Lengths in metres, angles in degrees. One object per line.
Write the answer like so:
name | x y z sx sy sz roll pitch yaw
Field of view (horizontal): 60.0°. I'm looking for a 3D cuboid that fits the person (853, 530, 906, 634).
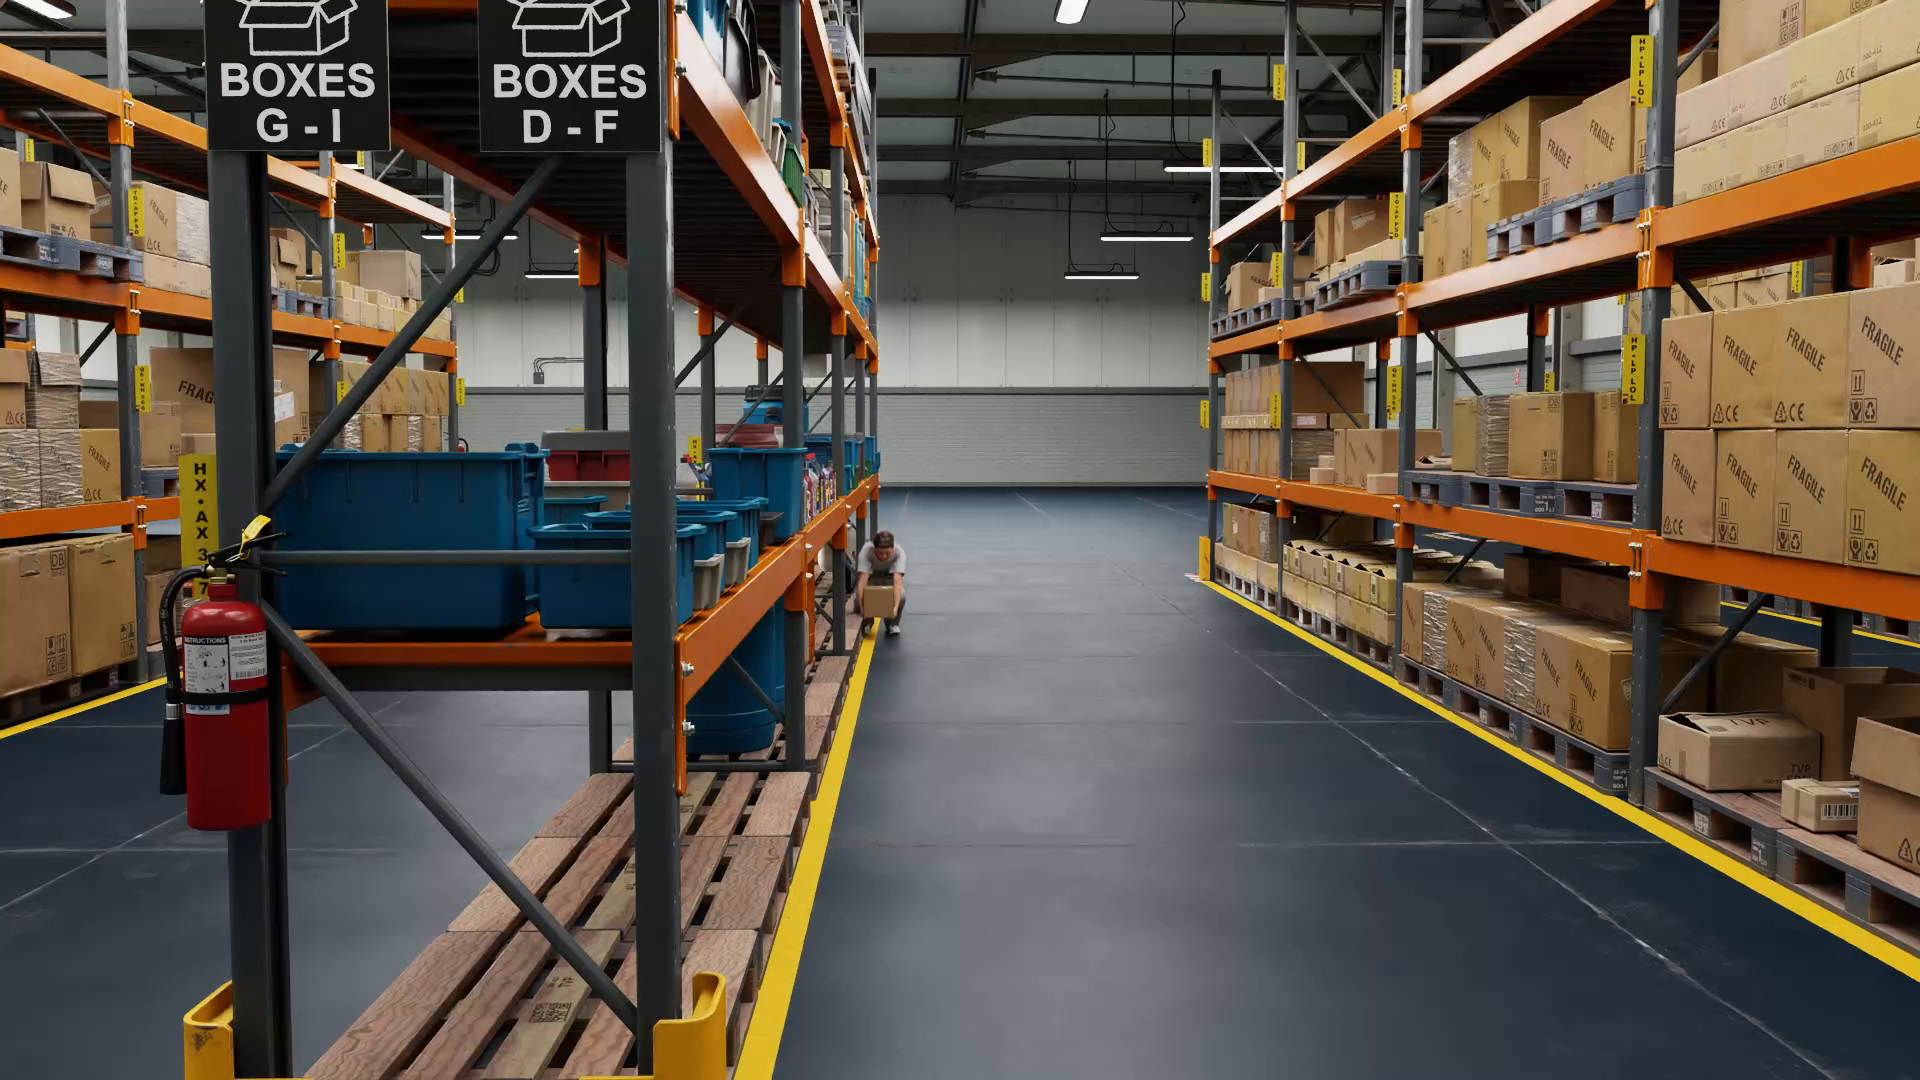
person | -0.703 0.365 14.548 0.458 0.942 0.829 0 4 -3
